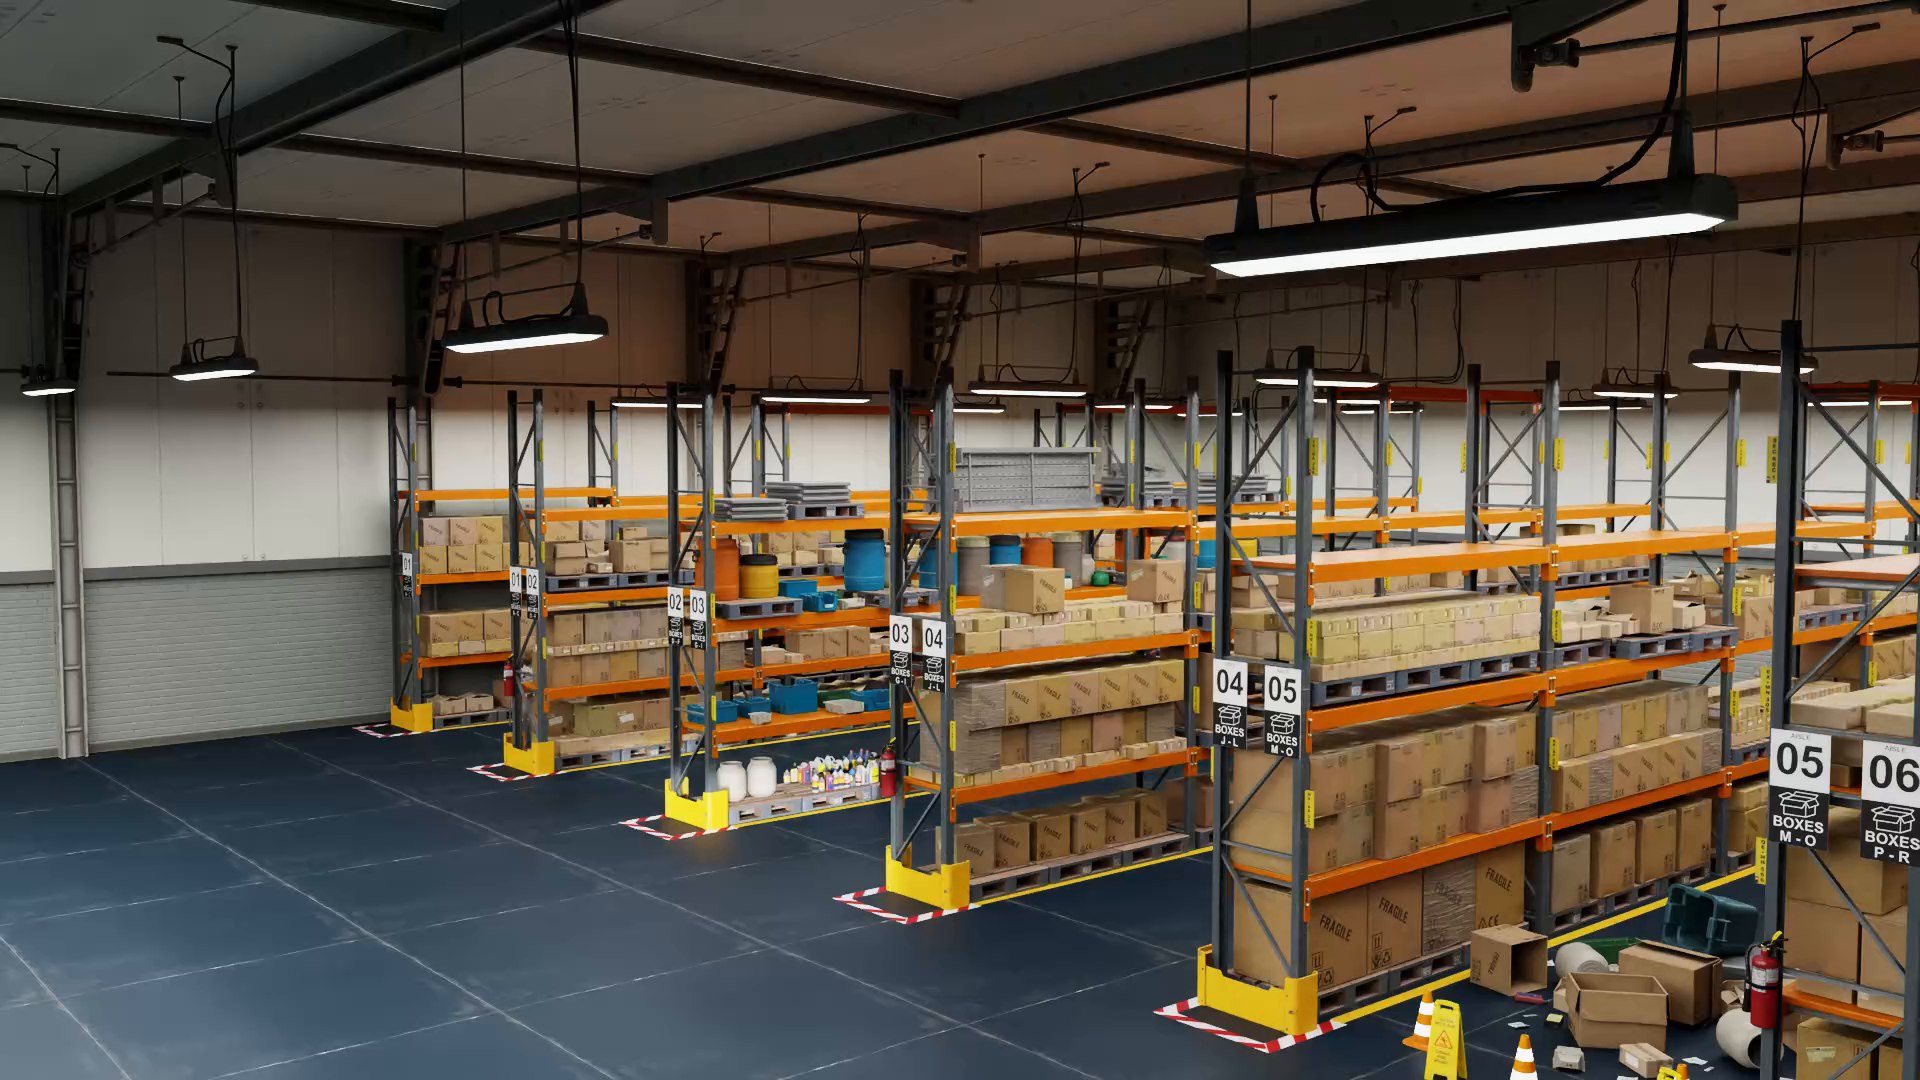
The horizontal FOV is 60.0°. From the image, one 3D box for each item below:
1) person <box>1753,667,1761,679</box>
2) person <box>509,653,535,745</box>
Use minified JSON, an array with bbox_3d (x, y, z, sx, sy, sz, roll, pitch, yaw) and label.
[{"bbox_3d":[12.140,2.811,25.233,0.694,1.784,0.625,-3,4,-42],"label":"person"},{"bbox_3d":[-7.452,2.698,28.485,0.573,1.636,0.533,1,4,24],"label":"person"}]
